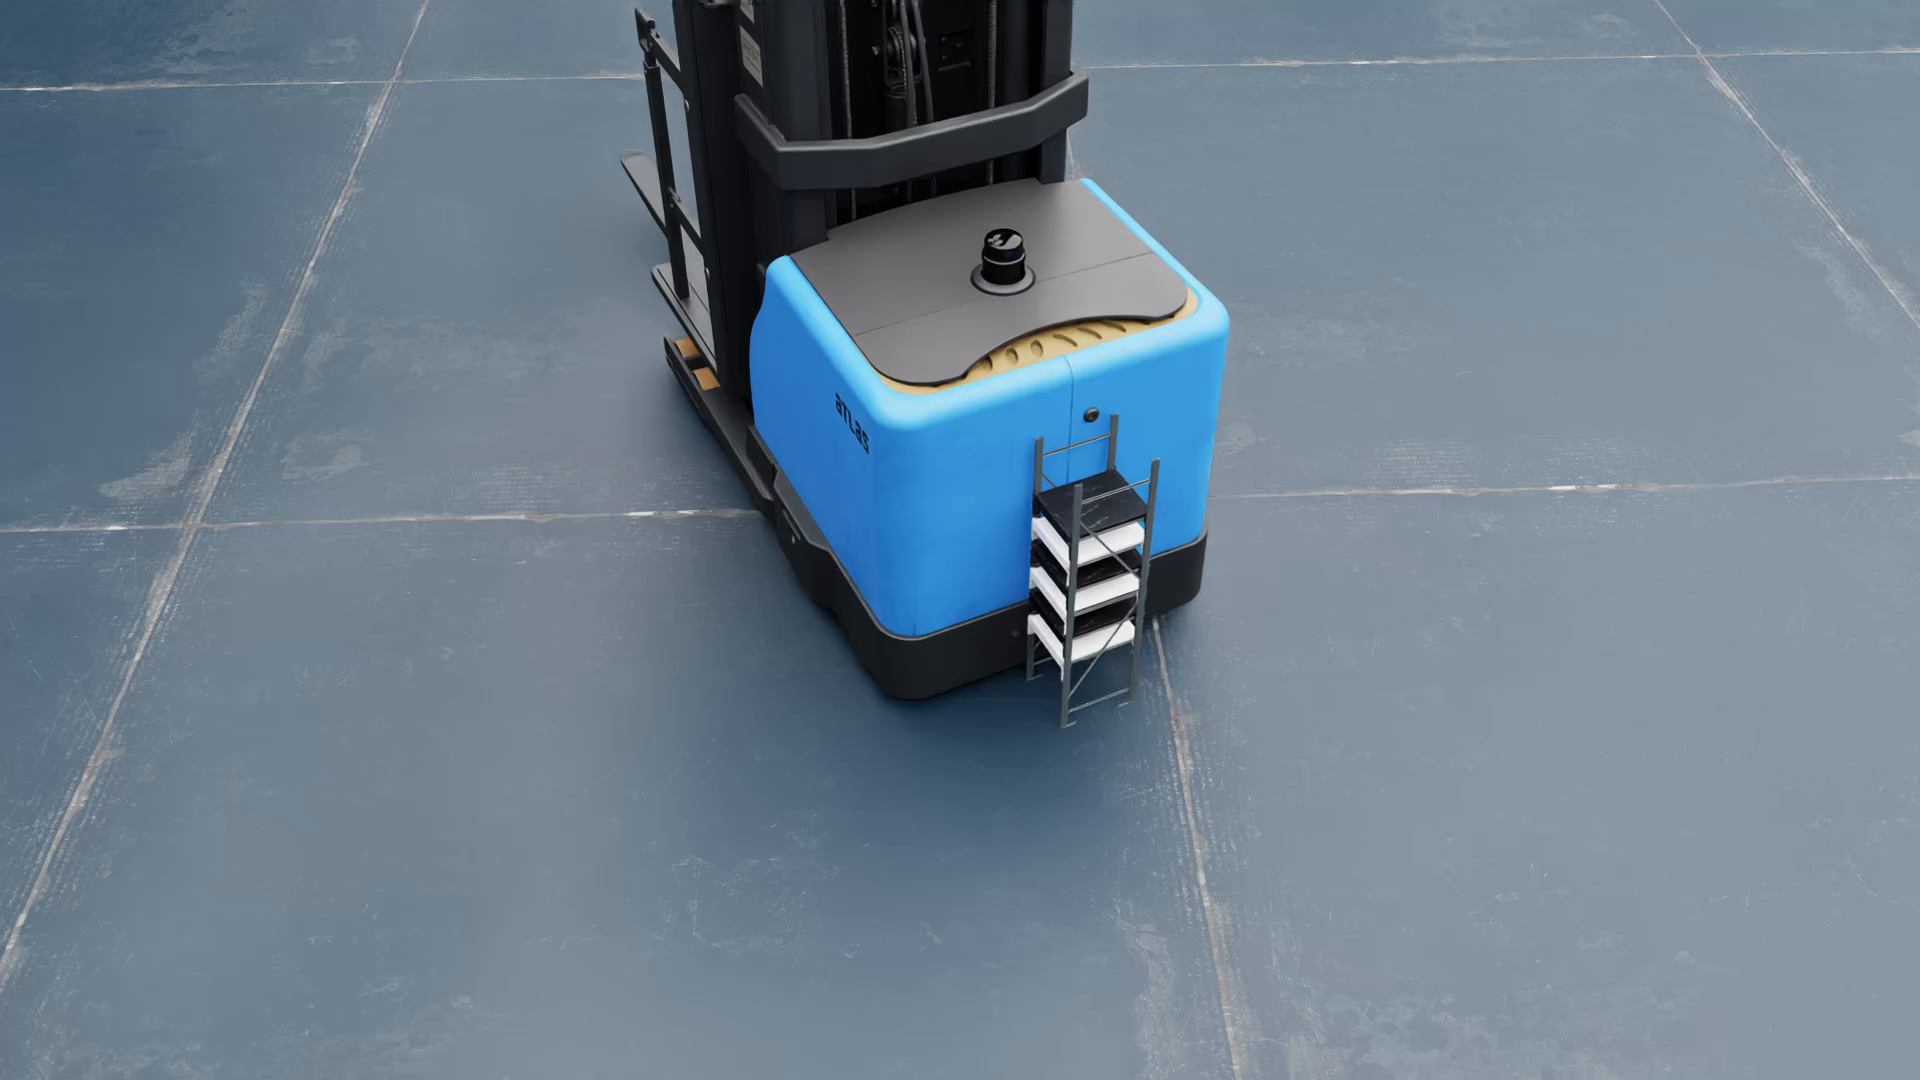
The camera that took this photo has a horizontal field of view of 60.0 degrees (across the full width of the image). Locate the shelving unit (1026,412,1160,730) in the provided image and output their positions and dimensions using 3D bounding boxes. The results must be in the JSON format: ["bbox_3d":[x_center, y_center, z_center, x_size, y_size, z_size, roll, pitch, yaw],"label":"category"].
[{"bbox_3d":[0.344,0.103,4.472,0.258,0.900,0.210,-18,46,-19],"label":"shelving unit"}]

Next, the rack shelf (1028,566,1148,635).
[{"bbox_3d":[0.344,0.127,4.495,0.258,0.077,0.200,-18,46,-19],"label":"rack shelf"}]

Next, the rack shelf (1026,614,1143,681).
[{"bbox_3d":[0.344,0.260,4.616,0.258,0.077,0.200,-18,46,-19],"label":"rack shelf"}]

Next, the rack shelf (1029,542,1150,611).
[{"bbox_3d":[0.344,0.061,4.434,0.258,0.077,0.200,-18,46,-19],"label":"rack shelf"}]

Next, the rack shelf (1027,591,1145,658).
[{"bbox_3d":[0.344,0.194,4.555,0.258,0.077,0.200,-18,46,-19],"label":"rack shelf"}]

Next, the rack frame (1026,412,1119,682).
[{"bbox_3d":[0.299,0.041,4.539,0.240,0.900,0.006,-18,46,-19],"label":"rack frame"}]

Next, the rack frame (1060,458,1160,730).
[{"bbox_3d":[0.389,0.164,4.405,0.240,0.900,0.006,-18,46,-19],"label":"rack frame"}]

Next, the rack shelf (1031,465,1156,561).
[{"bbox_3d":[0.344,-0.072,4.312,0.258,0.077,0.200,-18,46,-19],"label":"rack shelf"}]

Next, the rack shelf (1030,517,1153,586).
[{"bbox_3d":[0.344,-0.006,4.373,0.258,0.077,0.200,-18,46,-19],"label":"rack shelf"}]

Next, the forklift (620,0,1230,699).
[{"bbox_3d":[-0.378,-1.630,4.860,1.130,2.935,3.031,-18,46,-19],"label":"forklift"}]
